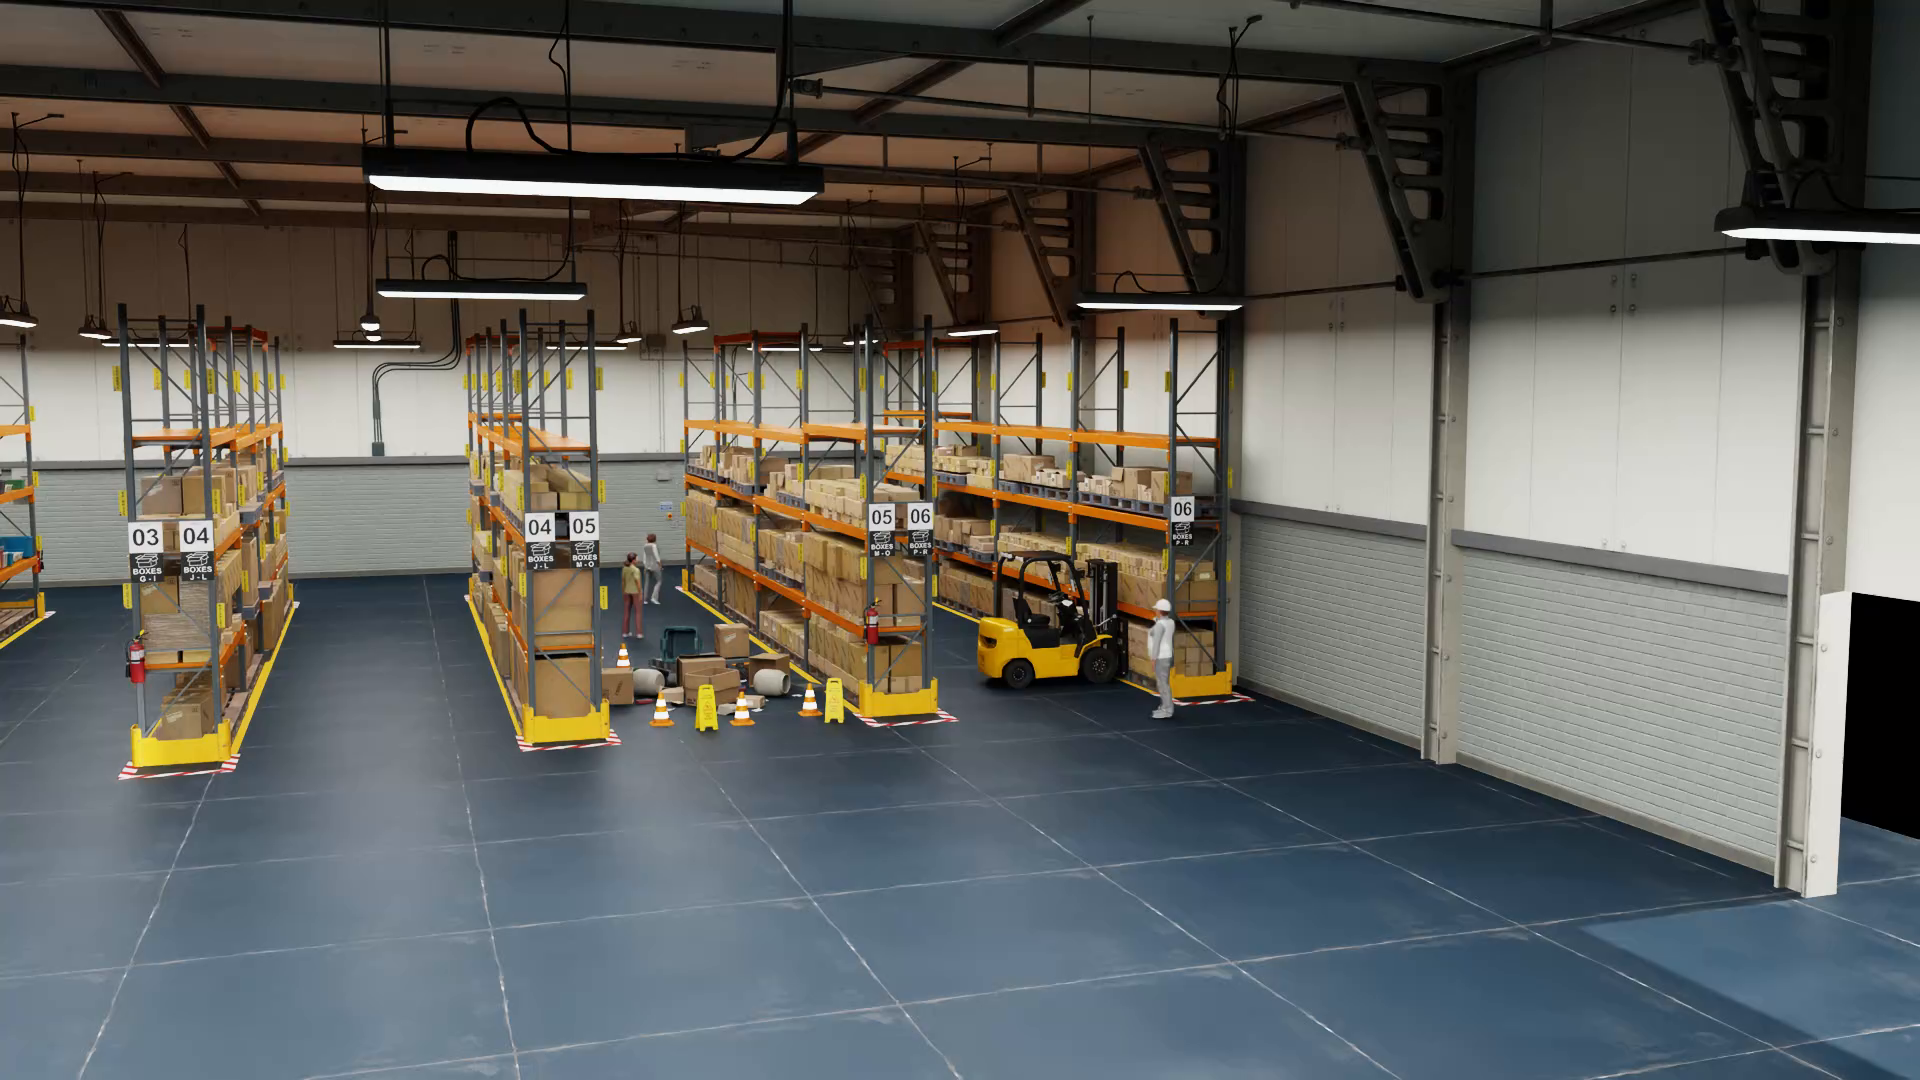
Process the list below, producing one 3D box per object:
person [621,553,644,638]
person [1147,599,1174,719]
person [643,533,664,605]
[{"bbox_3d":[-6.425,1.077,32.668,0.486,1.678,0.383,2,6,17],"label":"person"},{"bbox_3d":[3.008,1.767,24.866,0.406,1.785,0.616,1,5,9],"label":"person"},{"bbox_3d":[-6.931,0.664,37.360,0.547,1.601,0.344,4,7,35],"label":"person"}]
